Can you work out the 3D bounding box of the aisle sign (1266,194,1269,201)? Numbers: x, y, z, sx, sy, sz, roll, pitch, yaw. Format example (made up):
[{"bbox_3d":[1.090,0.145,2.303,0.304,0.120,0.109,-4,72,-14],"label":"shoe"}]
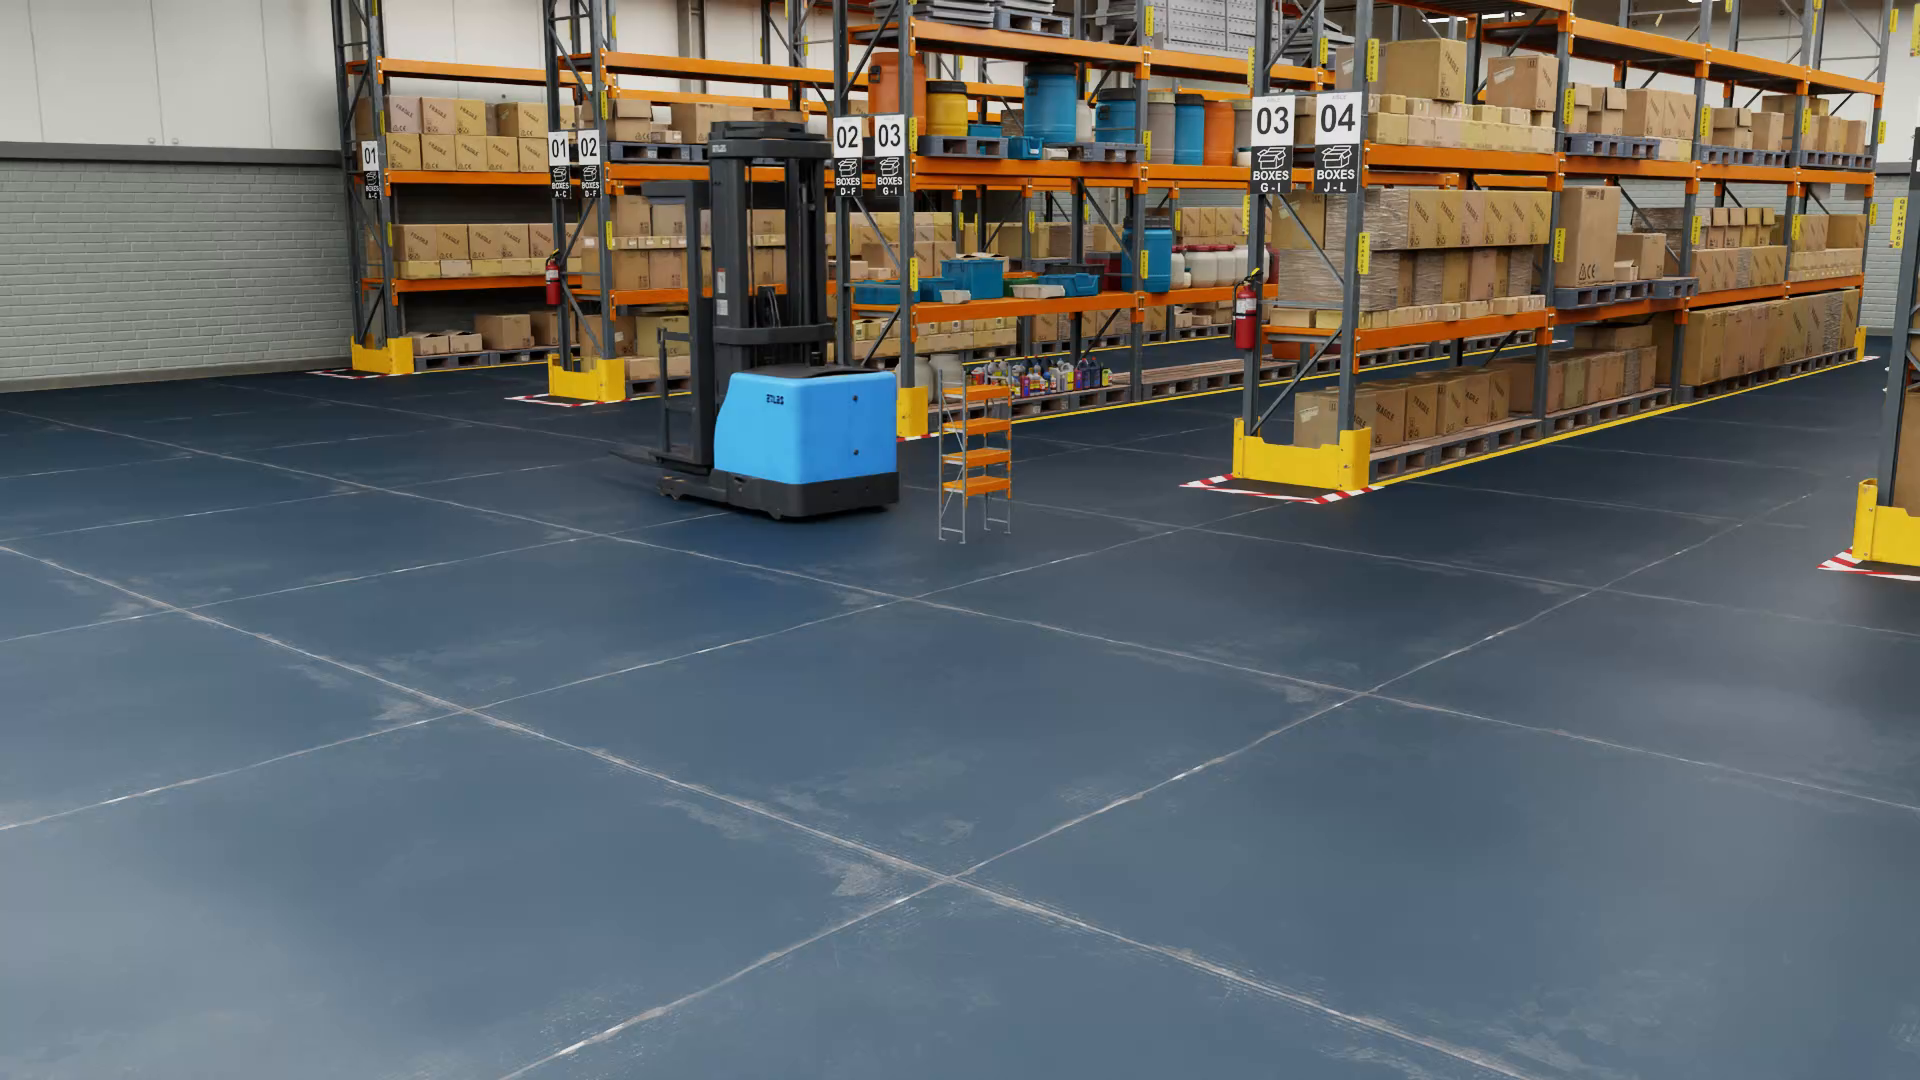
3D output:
[{"bbox_3d":[5.795,-6.917,32.048,0.394,0.787,0.004,10,15,40],"label":"aisle sign"}]

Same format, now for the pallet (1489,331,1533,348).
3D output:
[{"bbox_3d":[9.115,-3.470,28.544,1.003,0.211,1.213,10,15,40],"label":"pallet"}]

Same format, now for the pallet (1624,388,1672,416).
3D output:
[{"bbox_3d":[7.611,-1.654,19.453,1.003,0.211,1.213,10,15,40],"label":"pallet"}]

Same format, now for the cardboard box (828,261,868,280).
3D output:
[{"bbox_3d":[-1.659,-3.833,23.629,0.500,0.250,0.500,11,16,44],"label":"cardboard box"}]

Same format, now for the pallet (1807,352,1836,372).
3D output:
[{"bbox_3d":[12.134,-2.639,24.386,1.003,0.211,1.213,10,15,40],"label":"pallet"}]

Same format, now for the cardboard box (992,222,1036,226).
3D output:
[{"bbox_3d":[0.935,-6.086,33.756,0.980,0.700,0.700,9,14,38],"label":"cardboard box"}]

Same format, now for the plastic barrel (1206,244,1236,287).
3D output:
[{"bbox_3d":[3.333,-3.539,21.423,0.433,0.535,0.433,0,11,0],"label":"plastic barrel"}]

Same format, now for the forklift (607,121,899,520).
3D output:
[{"bbox_3d":[-1.823,-1.818,13.329,1.130,2.935,3.031,-10,15,-41],"label":"forklift"}]

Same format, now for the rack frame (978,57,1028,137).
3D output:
[{"bbox_3d":[0.689,-7.359,25.582,1.000,3.000,0.127,10,15,40],"label":"rack frame"}]

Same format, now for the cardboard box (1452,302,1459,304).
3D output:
[{"bbox_3d":[4.343,-2.109,15.254,0.380,0.149,0.250,10,15,40],"label":"cardboard box"}]

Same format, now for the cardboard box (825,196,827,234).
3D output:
[{"bbox_3d":[-2.239,-4.448,22.755,0.700,0.500,0.500,10,15,41],"label":"cardboard box"}]

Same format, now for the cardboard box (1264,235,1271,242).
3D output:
[{"bbox_3d":[5.539,-5.466,31.162,0.500,0.500,0.500,10,15,41],"label":"cardboard box"}]

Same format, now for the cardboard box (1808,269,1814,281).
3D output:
[{"bbox_3d":[11.733,-3.718,23.311,0.380,0.149,0.250,9,15,39],"label":"cardboard box"}]

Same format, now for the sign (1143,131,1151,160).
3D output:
[{"bbox_3d":[2.173,-4.591,19.355,0.100,0.325,0.005,10,15,40],"label":"sign"}]

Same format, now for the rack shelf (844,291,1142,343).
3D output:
[{"bbox_3d":[0.447,-2.541,18.611,1.077,0.370,4.000,10,15,40],"label":"rack shelf"}]

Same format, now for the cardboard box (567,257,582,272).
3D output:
[{"bbox_3d":[-6.095,-4.224,25.533,0.500,0.250,0.500,10,15,41],"label":"cardboard box"}]

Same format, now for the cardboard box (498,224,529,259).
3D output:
[{"bbox_3d":[-6.763,-4.440,24.699,0.500,0.500,0.500,10,15,42],"label":"cardboard box"}]

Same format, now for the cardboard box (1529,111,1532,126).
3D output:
[{"bbox_3d":[5.245,-4.028,15.925,0.380,0.149,0.250,10,15,41],"label":"cardboard box"}]

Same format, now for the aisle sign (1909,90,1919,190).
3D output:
[{"bbox_3d":[6.234,-2.606,10.464,0.394,0.787,0.004,10,15,40],"label":"aisle sign"}]

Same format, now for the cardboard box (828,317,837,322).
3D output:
[{"bbox_3d":[-1.899,-3.058,23.880,0.500,0.311,0.500,10,15,40],"label":"cardboard box"}]

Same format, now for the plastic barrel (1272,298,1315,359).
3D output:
[{"bbox_3d":[4.718,-2.992,23.503,0.600,0.830,0.708,10,15,40],"label":"plastic barrel"}]

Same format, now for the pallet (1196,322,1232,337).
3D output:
[{"bbox_3d":[4.589,-3.920,30.797,1.003,0.211,1.213,10,15,40],"label":"pallet"}]

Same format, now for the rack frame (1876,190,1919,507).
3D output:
[{"bbox_3d":[6.506,-1.303,10.576,1.000,3.000,0.127,10,15,40],"label":"rack frame"}]

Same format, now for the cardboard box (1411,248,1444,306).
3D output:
[{"bbox_3d":[3.833,-2.388,14.996,0.875,0.500,0.500,10,15,40],"label":"cardboard box"}]

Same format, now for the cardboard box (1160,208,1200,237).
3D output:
[{"bbox_3d":[3.852,-5.578,29.173,0.500,0.500,0.500,10,15,42],"label":"cardboard box"}]

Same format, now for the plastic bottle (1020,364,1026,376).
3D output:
[{"bbox_3d":[0.729,-1.946,19.641,0.097,0.271,0.097,0,11,0],"label":"plastic bottle"}]

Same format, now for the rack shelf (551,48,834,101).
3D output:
[{"bbox_3d":[-3.271,-5.928,21.272,1.077,0.370,4.000,10,15,40],"label":"rack shelf"}]

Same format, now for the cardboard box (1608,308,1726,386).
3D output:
[{"bbox_3d":[8.599,-2.399,20.416,1.225,0.875,0.875,9,14,38],"label":"cardboard box"}]

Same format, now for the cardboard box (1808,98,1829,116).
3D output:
[{"bbox_3d":[12.068,-6.160,23.738,0.500,0.250,0.500,9,15,39],"label":"cardboard box"}]

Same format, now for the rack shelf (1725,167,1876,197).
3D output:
[{"bbox_3d":[12.089,-5.137,23.951,1.077,0.370,4.000,10,15,40],"label":"rack shelf"}]

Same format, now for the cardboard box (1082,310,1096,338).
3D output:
[{"bbox_3d":[1.881,-3.588,27.277,0.500,0.500,0.500,10,15,40],"label":"cardboard box"}]

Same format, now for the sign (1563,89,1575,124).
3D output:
[{"bbox_3d":[5.900,-4.203,16.118,0.100,0.325,0.005,10,15,40],"label":"sign"}]

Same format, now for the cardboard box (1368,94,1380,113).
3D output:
[{"bbox_3d":[3.203,-3.563,13.596,0.380,0.149,0.250,10,15,40],"label":"cardboard box"}]

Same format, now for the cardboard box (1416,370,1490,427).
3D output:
[{"bbox_3d":[4.821,-1.389,16.316,0.500,0.500,0.500,-7,13,-30],"label":"cardboard box"}]

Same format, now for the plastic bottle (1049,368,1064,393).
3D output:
[{"bbox_3d":[1.108,-1.837,19.080,0.152,0.276,0.135,10,15,41],"label":"plastic bottle"}]

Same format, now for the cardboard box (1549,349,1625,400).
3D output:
[{"bbox_3d":[6.975,-1.857,18.611,0.500,0.500,0.700,-11,15,-43],"label":"cardboard box"}]

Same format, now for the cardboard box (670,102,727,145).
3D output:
[{"bbox_3d":[-3.290,-5.244,20.965,0.500,0.500,0.500,10,15,40],"label":"cardboard box"}]

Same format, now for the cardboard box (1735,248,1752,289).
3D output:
[{"bbox_3d":[9.659,-3.447,21.054,0.500,0.500,0.500,10,15,41],"label":"cardboard box"}]

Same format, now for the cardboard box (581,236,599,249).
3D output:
[{"bbox_3d":[-4.483,-3.688,20.608,0.380,0.149,0.250,9,15,39],"label":"cardboard box"}]

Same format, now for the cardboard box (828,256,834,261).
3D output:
[{"bbox_3d":[-2.470,-4.998,29.669,0.380,0.149,0.250,10,15,41],"label":"cardboard box"}]

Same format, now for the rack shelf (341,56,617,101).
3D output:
[{"bbox_3d":[-6.995,-6.762,24.437,1.077,0.370,4.000,10,15,40],"label":"rack shelf"}]

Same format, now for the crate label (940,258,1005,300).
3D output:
[{"bbox_3d":[0.138,-2.923,18.595,0.502,0.435,0.616,10,15,40],"label":"crate label"}]

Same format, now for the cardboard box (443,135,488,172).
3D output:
[{"bbox_3d":[-7.186,-5.578,24.017,0.500,0.500,0.500,11,16,43],"label":"cardboard box"}]

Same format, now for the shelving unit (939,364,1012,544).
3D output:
[{"bbox_3d":[0.109,-0.613,11.716,0.258,1.200,0.503,10,15,40],"label":"shelving unit"}]

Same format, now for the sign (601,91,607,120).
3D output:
[{"bbox_3d":[-4.179,-5.106,19.526,0.100,0.325,0.005,10,15,40],"label":"sign"}]

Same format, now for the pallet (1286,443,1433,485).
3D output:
[{"bbox_3d":[3.460,-0.718,14.766,1.003,0.211,1.213,10,15,40],"label":"pallet"}]

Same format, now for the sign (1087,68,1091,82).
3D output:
[{"bbox_3d":[2.645,-9.601,34.218,0.100,0.325,0.005,10,15,40],"label":"sign"}]

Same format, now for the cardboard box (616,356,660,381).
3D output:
[{"bbox_3d":[-4.071,-2.148,20.756,0.500,0.250,0.500,10,15,40],"label":"cardboard box"}]

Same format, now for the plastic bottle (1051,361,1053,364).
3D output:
[{"bbox_3d":[1.035,-2.027,20.031,0.152,0.276,0.135,10,15,42],"label":"plastic bottle"}]

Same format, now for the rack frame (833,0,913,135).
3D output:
[{"bbox_3d":[-0.873,-5.541,16.480,1.000,3.000,0.127,10,15,40],"label":"rack frame"}]

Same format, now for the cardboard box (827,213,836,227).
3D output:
[{"bbox_3d":[-2.522,-5.667,29.448,0.500,0.250,0.500,10,15,42],"label":"cardboard box"}]

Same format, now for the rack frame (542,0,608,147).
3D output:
[{"bbox_3d":[-4.592,-6.182,19.689,1.000,3.000,0.127,10,15,40],"label":"rack frame"}]

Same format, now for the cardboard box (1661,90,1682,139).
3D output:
[{"bbox_3d":[7.671,-4.722,18.504,0.500,0.500,0.500,10,15,40],"label":"cardboard box"}]
